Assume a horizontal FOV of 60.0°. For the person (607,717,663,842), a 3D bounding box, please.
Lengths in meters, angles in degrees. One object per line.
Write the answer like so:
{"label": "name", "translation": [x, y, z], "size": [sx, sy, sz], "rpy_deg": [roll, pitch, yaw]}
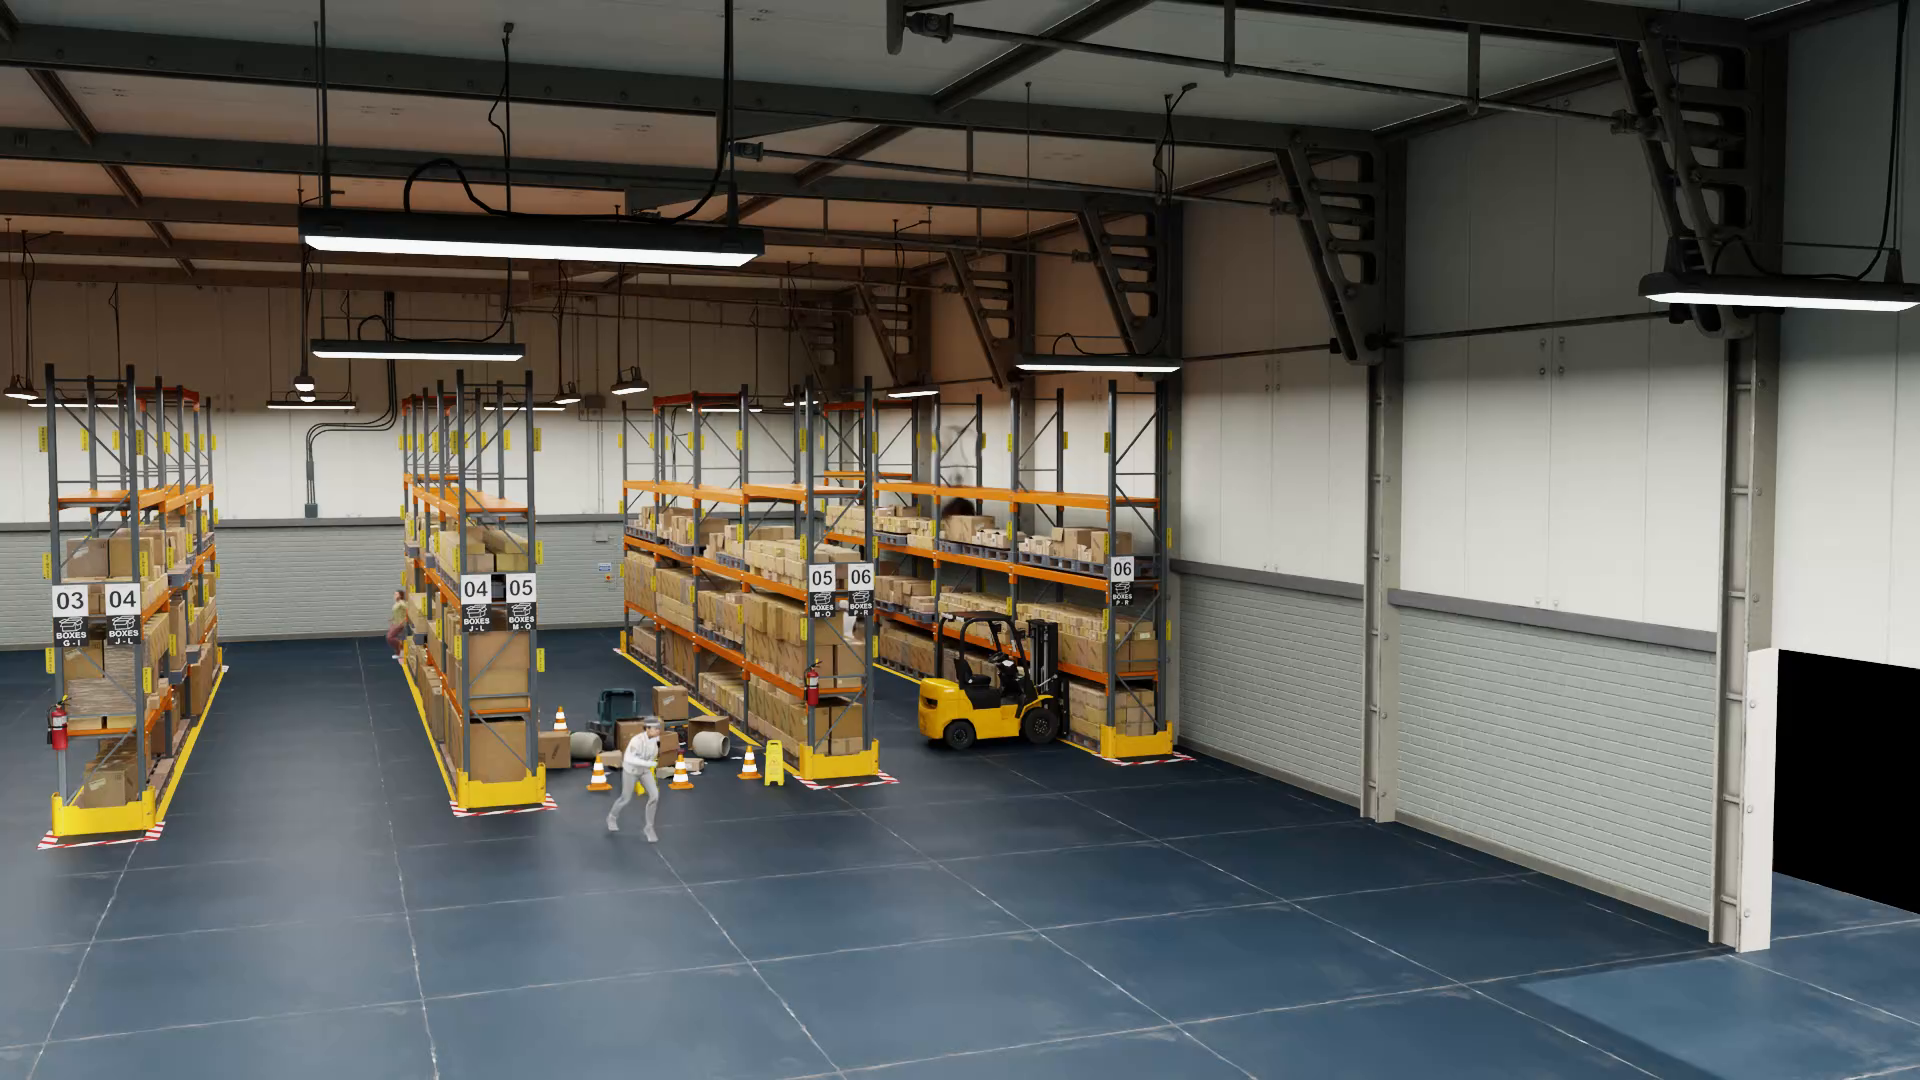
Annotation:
{"label": "person", "translation": [-4.121, 3.008, 21.086], "size": [0.951, 1.621, 0.655], "rpy_deg": [2, 4, 35]}

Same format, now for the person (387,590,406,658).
{"label": "person", "translation": [-13.040, 1.963, 38.536], "size": [0.512, 1.595, 0.631], "rpy_deg": [-2, 4, -35]}

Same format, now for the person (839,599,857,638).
{"label": "person", "translation": [-2.403, 2.117, 34.109], "size": [0.694, 1.796, 0.888], "rpy_deg": [-2, 4, -26]}

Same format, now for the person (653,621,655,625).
{"label": "person", "translation": [-7.303, 1.754, 40.904], "size": [0.860, 1.777, 0.716], "rpy_deg": [1, 3, 9]}
